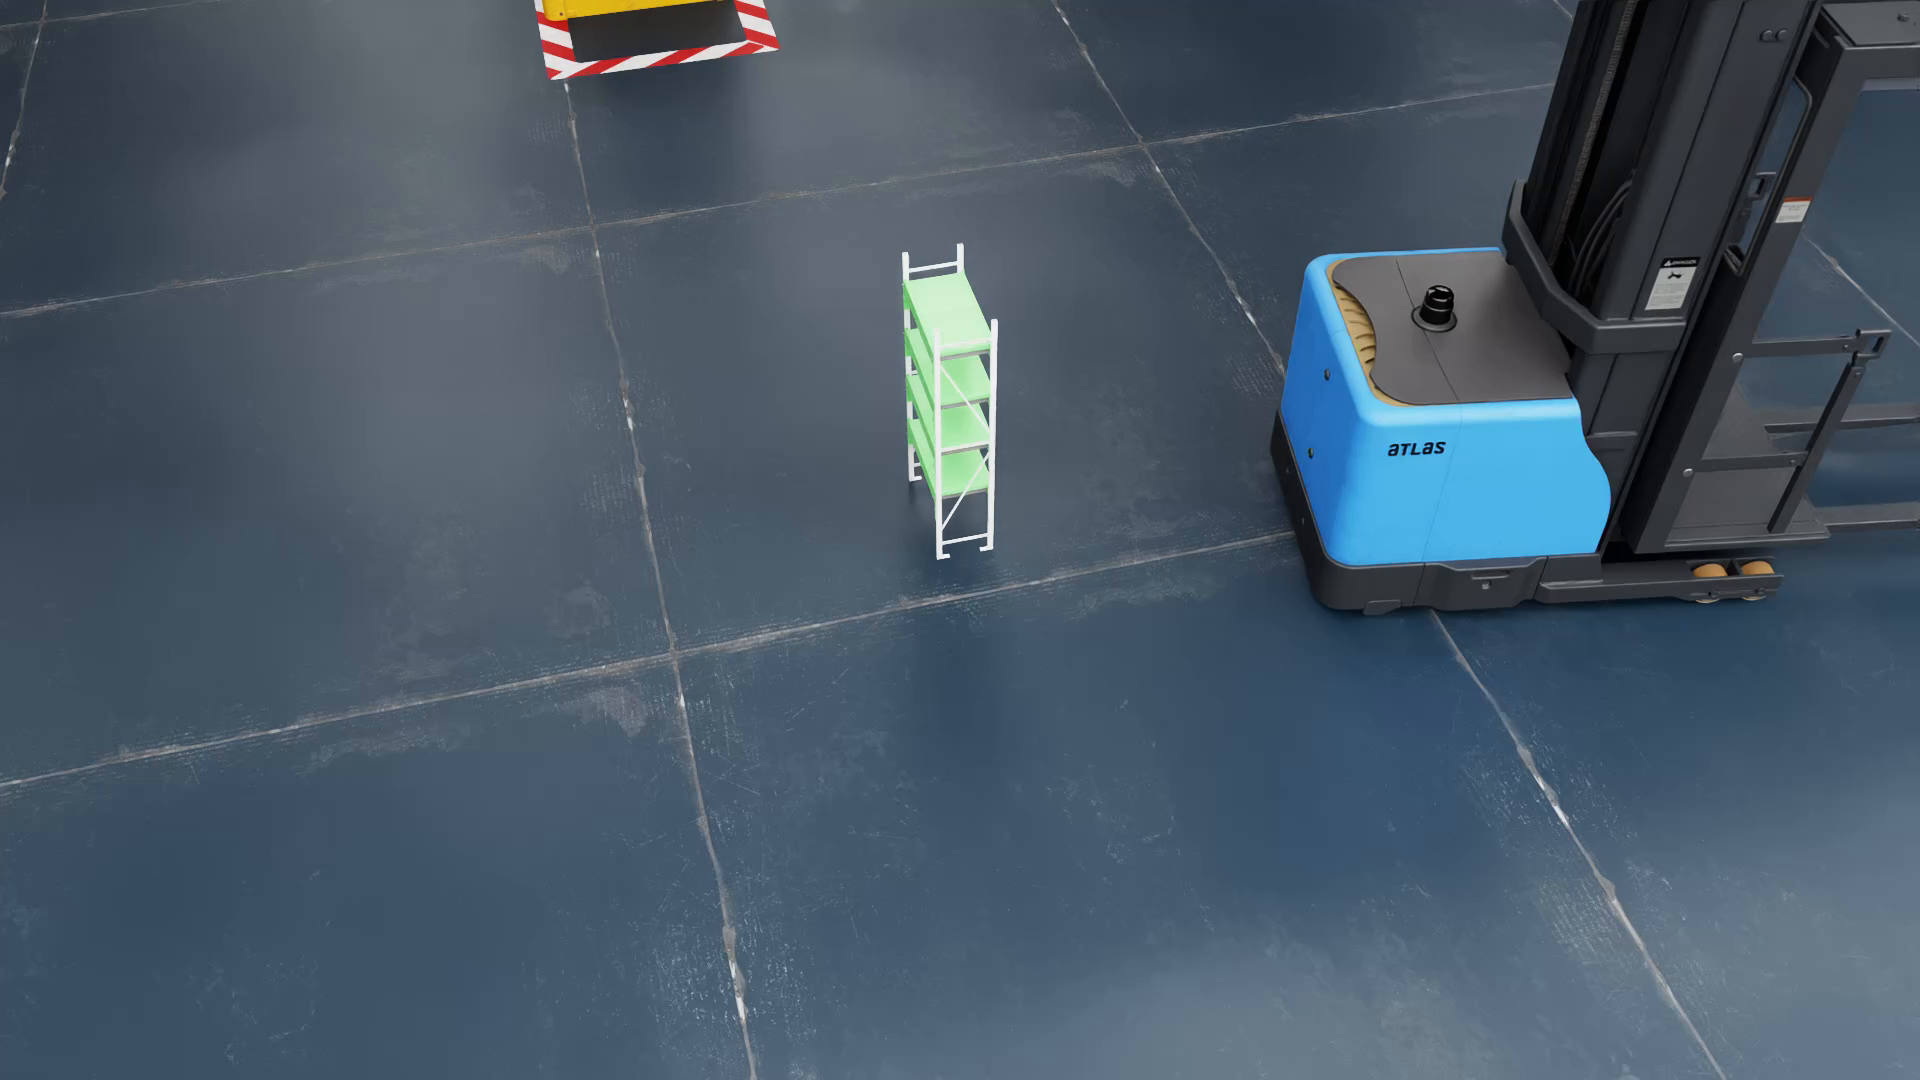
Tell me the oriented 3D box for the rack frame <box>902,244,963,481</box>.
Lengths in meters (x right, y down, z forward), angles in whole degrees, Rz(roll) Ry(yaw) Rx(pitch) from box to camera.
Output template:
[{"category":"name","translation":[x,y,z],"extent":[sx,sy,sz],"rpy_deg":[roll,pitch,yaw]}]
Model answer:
[{"category":"rack frame","translation":[-0.105,-0.703,6.849],"extent":[0.240,1.200,0.015],"rpy_deg":[-11,47,-10]}]

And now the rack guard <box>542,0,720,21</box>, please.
[{"category":"rack guard","translation":[-1.987,-3.538,10.118],"extent":[1.175,0.500,0.348],"rpy_deg":[-11,47,-10]}]

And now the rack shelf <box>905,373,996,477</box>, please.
[{"category":"rack shelf","translation":[-0.042,-0.490,6.730],"extent":[0.258,0.148,0.480],"rpy_deg":[-11,47,-10]}]

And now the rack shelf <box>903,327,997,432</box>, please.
[{"category":"rack shelf","translation":[-0.042,-0.658,6.558],"extent":[0.258,0.148,0.480],"rpy_deg":[-11,47,-10]}]

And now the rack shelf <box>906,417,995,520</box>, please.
[{"category":"rack shelf","translation":[-0.042,-0.322,6.901],"extent":[0.258,0.148,0.480],"rpy_deg":[-11,47,-10]}]

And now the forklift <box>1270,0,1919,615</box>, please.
[{"category":"forklift","translation":[2.901,-1.147,6.072],"extent":[3.031,2.935,1.130],"rpy_deg":[-3,46,-3]}]

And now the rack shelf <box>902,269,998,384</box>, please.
[{"category":"rack shelf","translation":[-0.042,-0.825,6.387],"extent":[0.258,0.148,0.480],"rpy_deg":[-11,47,-10]}]

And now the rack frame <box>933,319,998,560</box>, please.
[{"category":"rack frame","translation":[0.020,-0.366,6.519],"extent":[0.240,1.200,0.015],"rpy_deg":[-11,47,-10]}]

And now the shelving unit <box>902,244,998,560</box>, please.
[{"category":"shelving unit","translation":[-0.042,-0.534,6.684],"extent":[0.258,1.200,0.503],"rpy_deg":[-11,47,-10]}]
